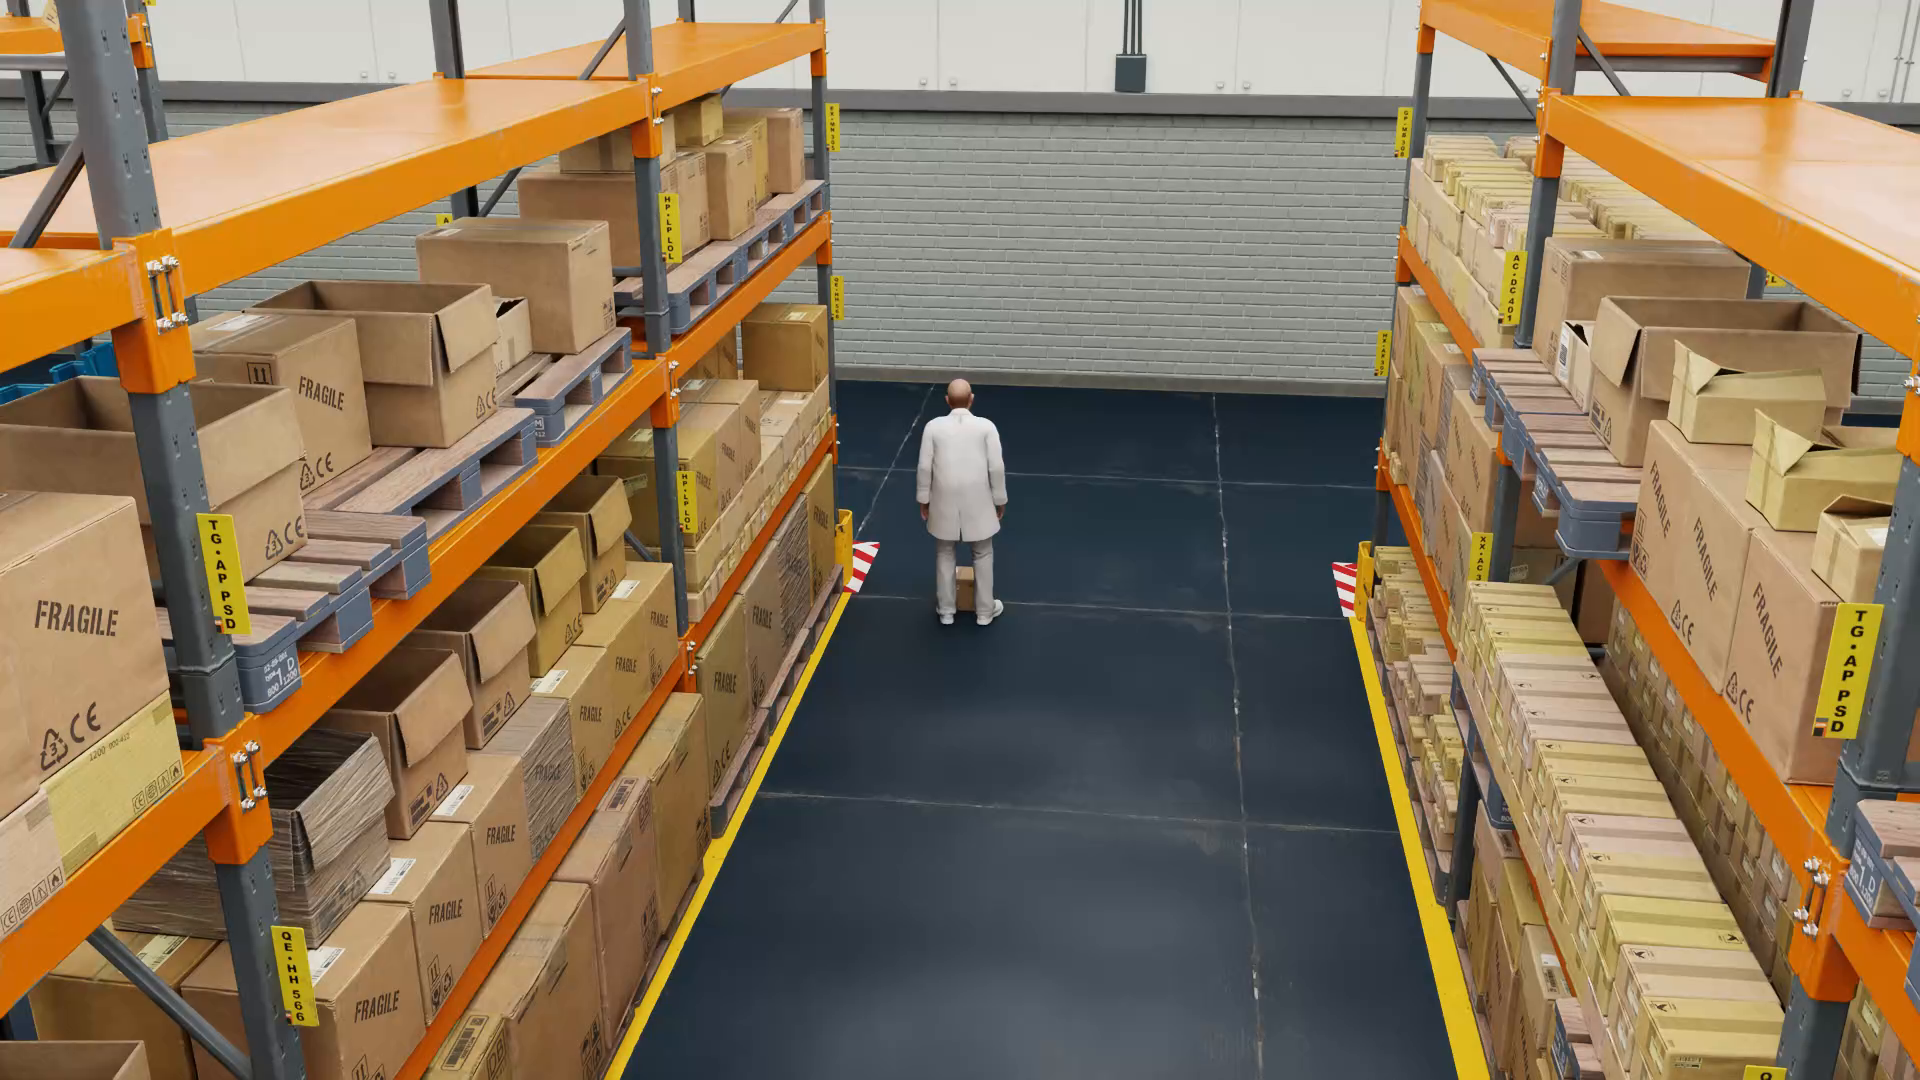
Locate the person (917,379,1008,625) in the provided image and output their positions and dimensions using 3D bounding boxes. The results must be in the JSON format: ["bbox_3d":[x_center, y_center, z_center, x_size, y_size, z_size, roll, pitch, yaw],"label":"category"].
[{"bbox_3d":[0.014,-0.265,11.799,0.649,1.774,0.420,2,21,5],"label":"person"}]
